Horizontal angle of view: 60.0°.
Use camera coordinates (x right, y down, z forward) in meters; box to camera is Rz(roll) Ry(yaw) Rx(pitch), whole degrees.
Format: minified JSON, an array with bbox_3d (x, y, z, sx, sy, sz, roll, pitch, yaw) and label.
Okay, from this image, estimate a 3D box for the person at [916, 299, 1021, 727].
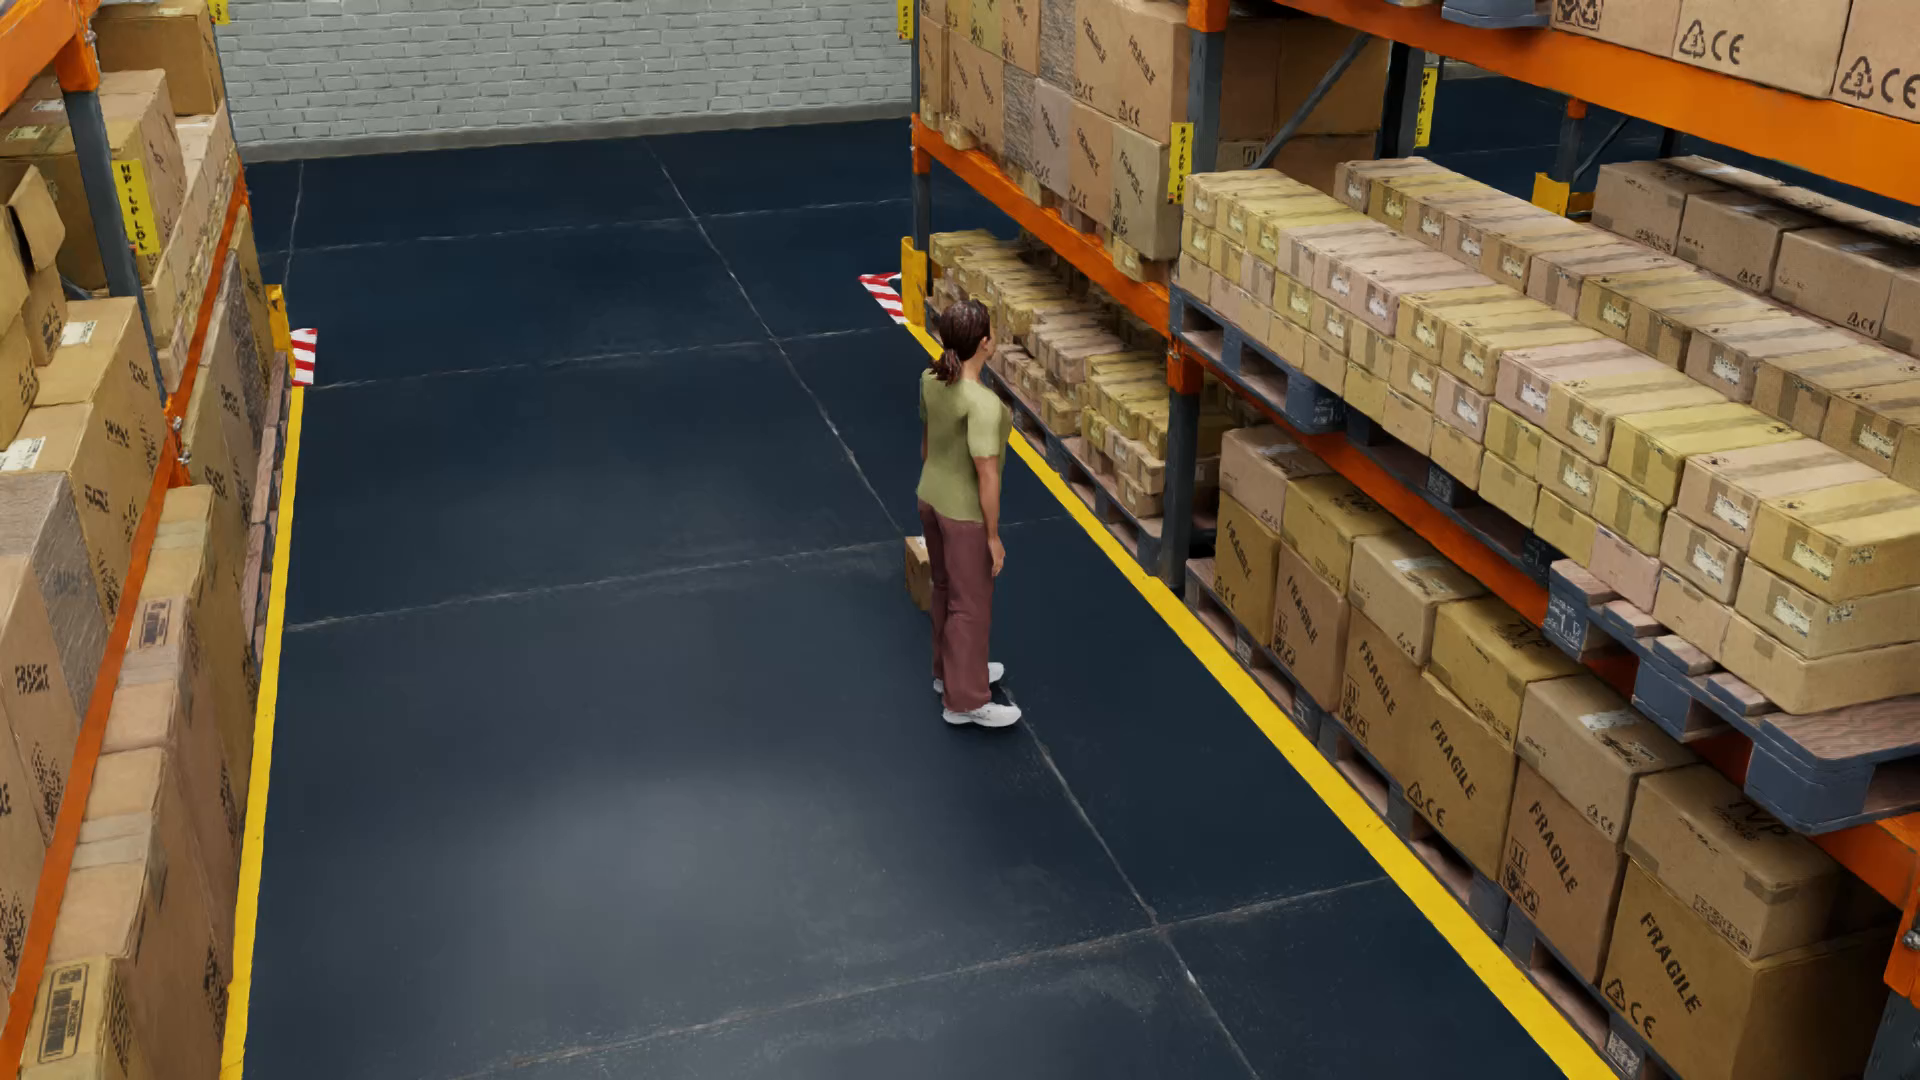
[{"bbox_3d":[0.053,-0.105,6.274,0.415,1.683,0.556,-17,31,-31],"label":"person"}]
